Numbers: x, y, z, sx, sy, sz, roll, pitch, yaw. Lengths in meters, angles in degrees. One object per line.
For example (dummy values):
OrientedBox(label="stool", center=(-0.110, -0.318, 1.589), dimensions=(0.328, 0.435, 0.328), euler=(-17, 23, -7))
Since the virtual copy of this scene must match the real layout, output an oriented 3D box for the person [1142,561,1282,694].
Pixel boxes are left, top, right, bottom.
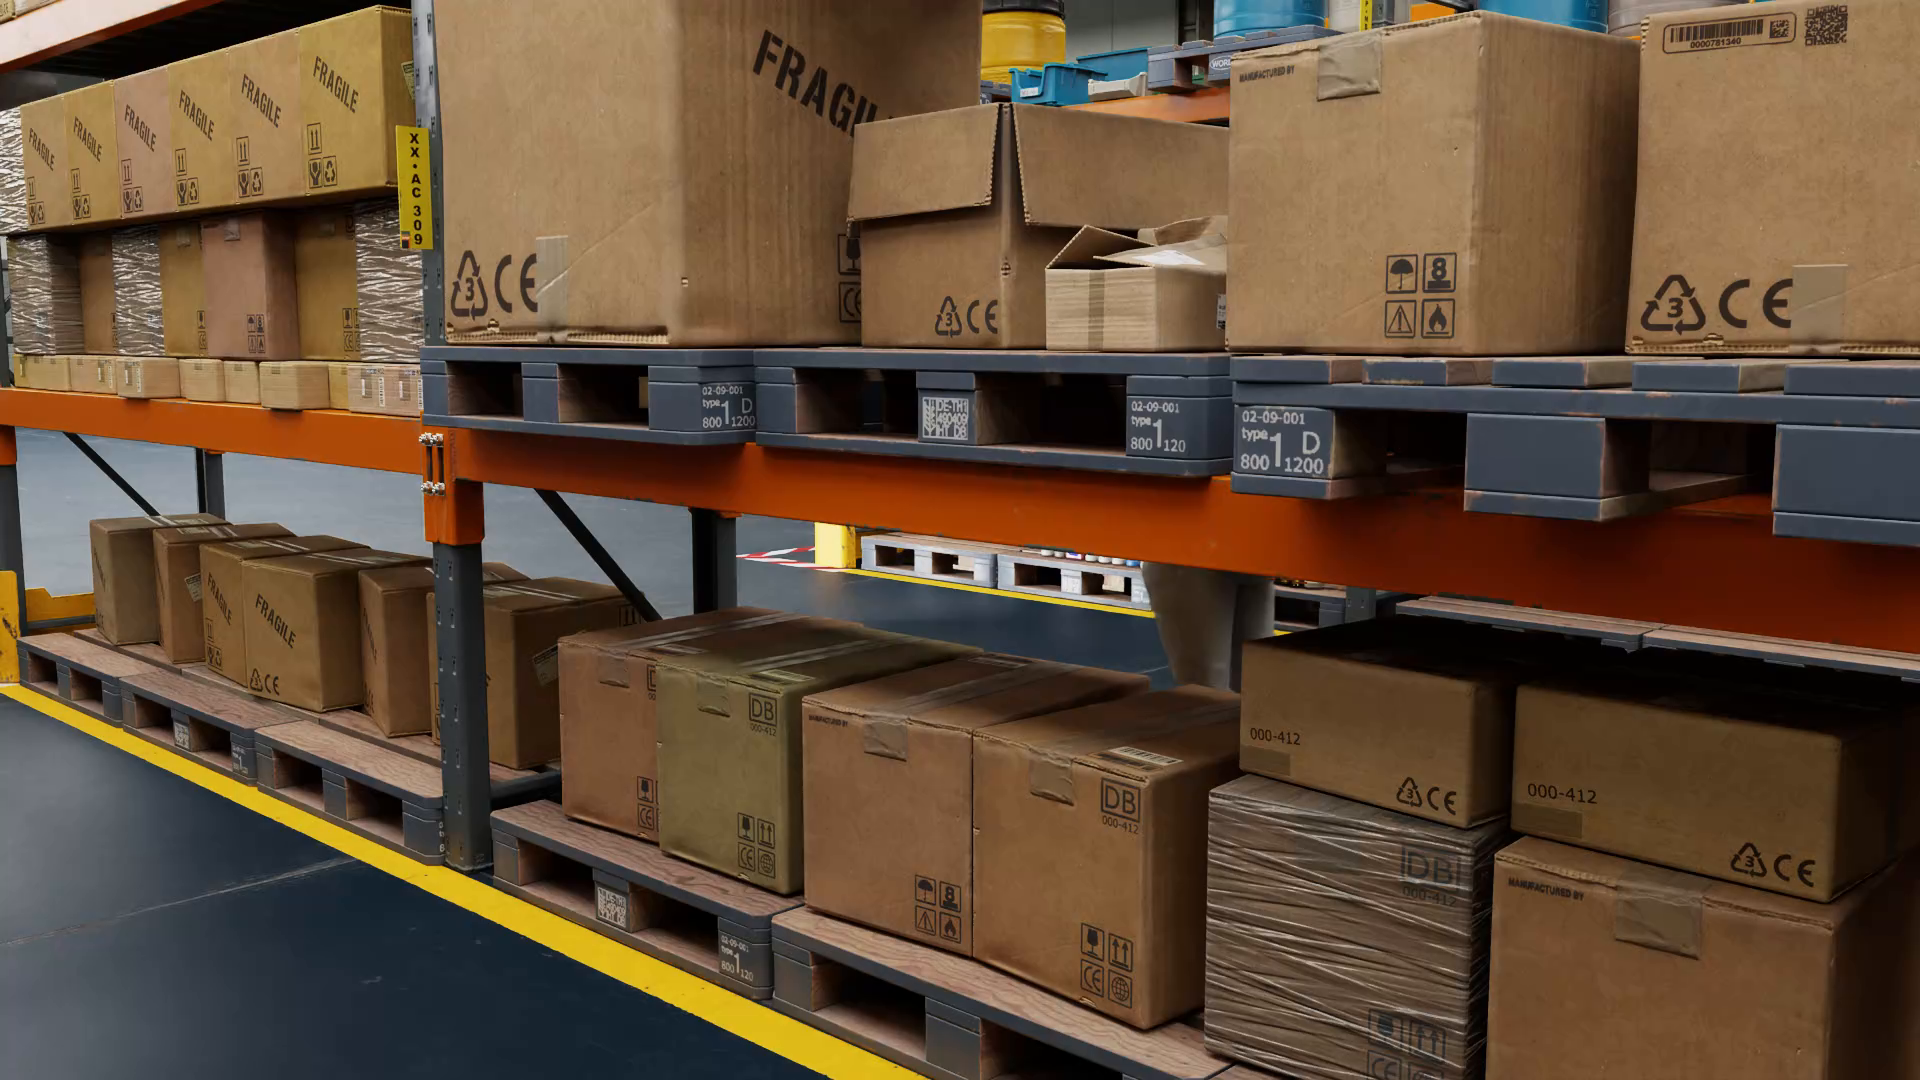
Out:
OrientedBox(label="person", center=(0.828, 0.087, 5.050), dimensions=(0.536, 1.664, 0.471), euler=(7, 10, 43))
